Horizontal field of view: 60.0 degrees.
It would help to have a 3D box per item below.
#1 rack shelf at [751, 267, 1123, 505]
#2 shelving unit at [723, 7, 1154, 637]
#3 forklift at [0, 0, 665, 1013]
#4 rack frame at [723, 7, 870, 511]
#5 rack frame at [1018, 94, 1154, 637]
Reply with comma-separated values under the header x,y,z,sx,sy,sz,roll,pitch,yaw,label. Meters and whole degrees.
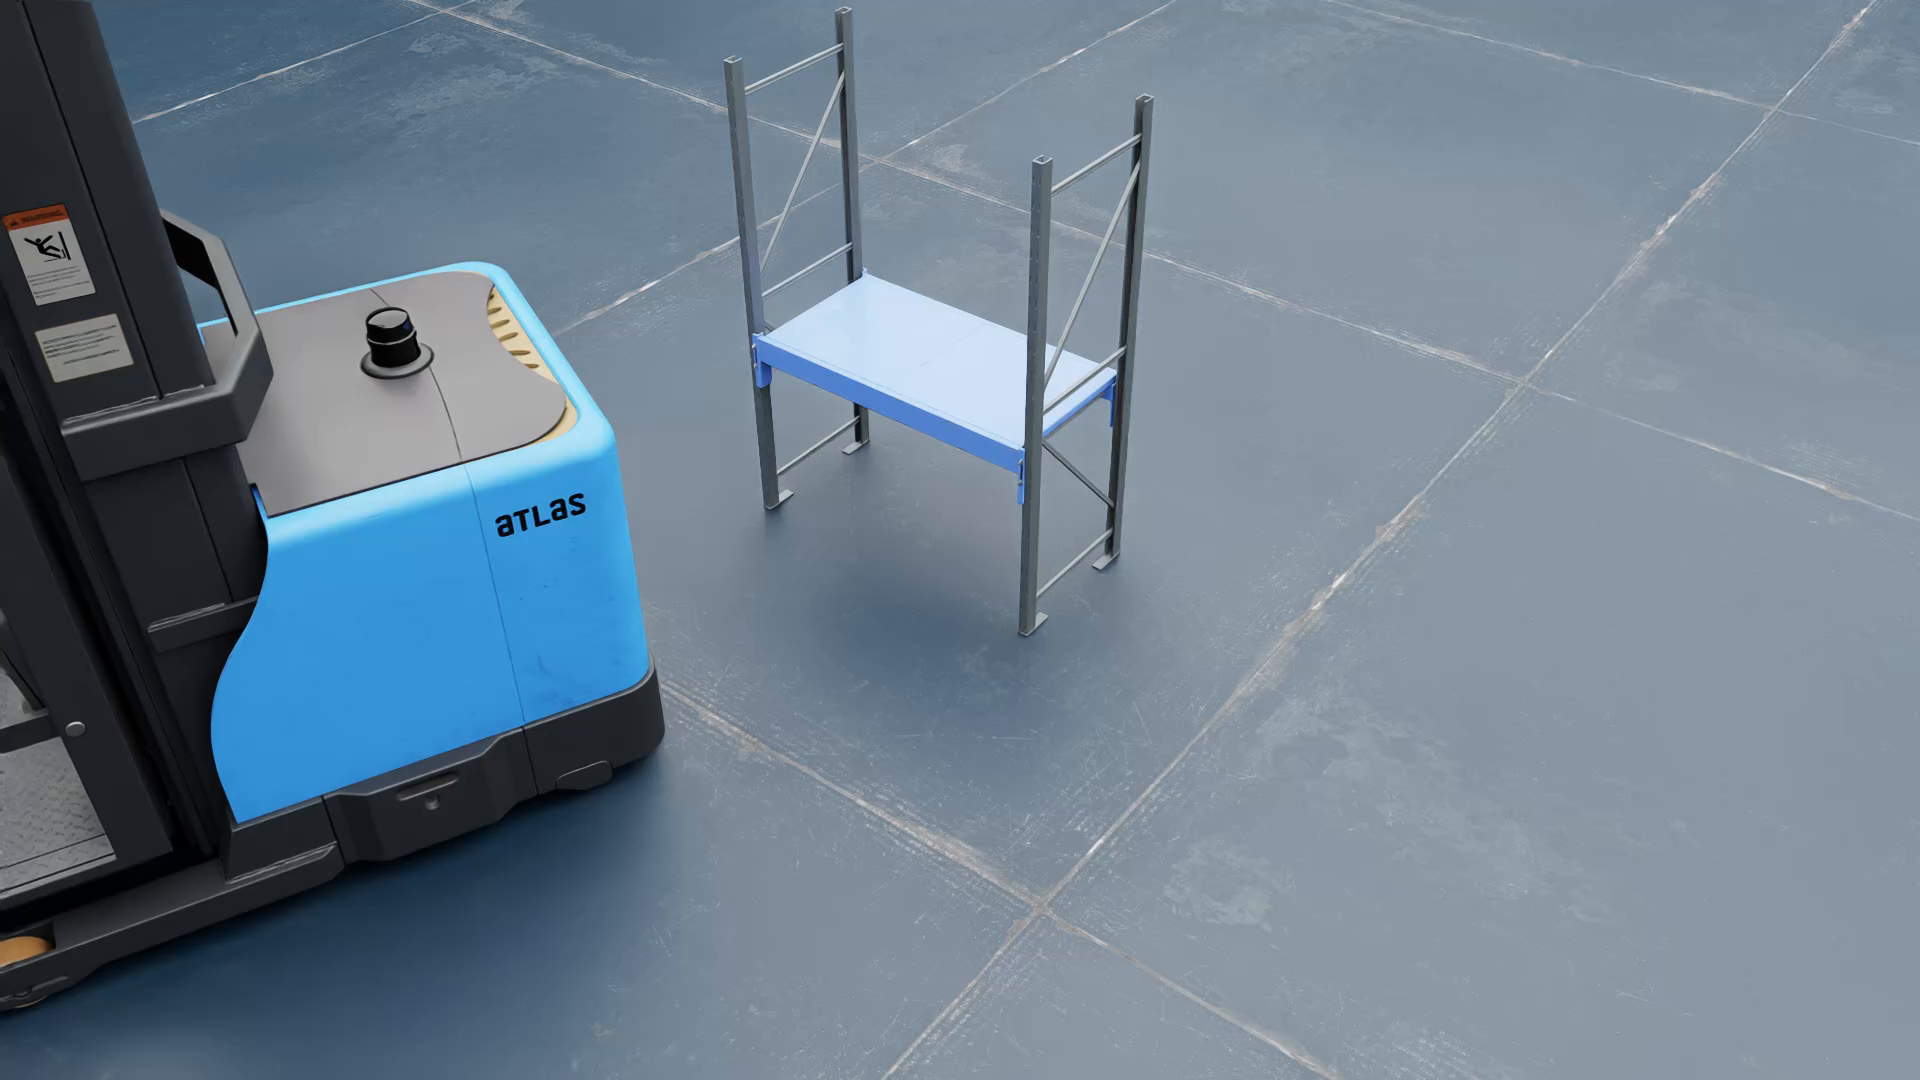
x,y,z,sx,sy,sz,roll,pitch,yaw,label
-0.068,-0.481,4.939,1.000,0.185,0.538,25,45,29,rack shelf
-0.068,-0.622,4.828,1.048,1.500,0.538,25,45,29,shelving unit
-2.336,-0.386,3.366,3.031,2.935,1.130,-19,42,-22,forklift
-0.472,-0.813,5.072,0.032,1.500,0.500,25,45,29,rack frame
0.336,-0.432,4.585,0.032,1.500,0.500,25,45,29,rack frame
